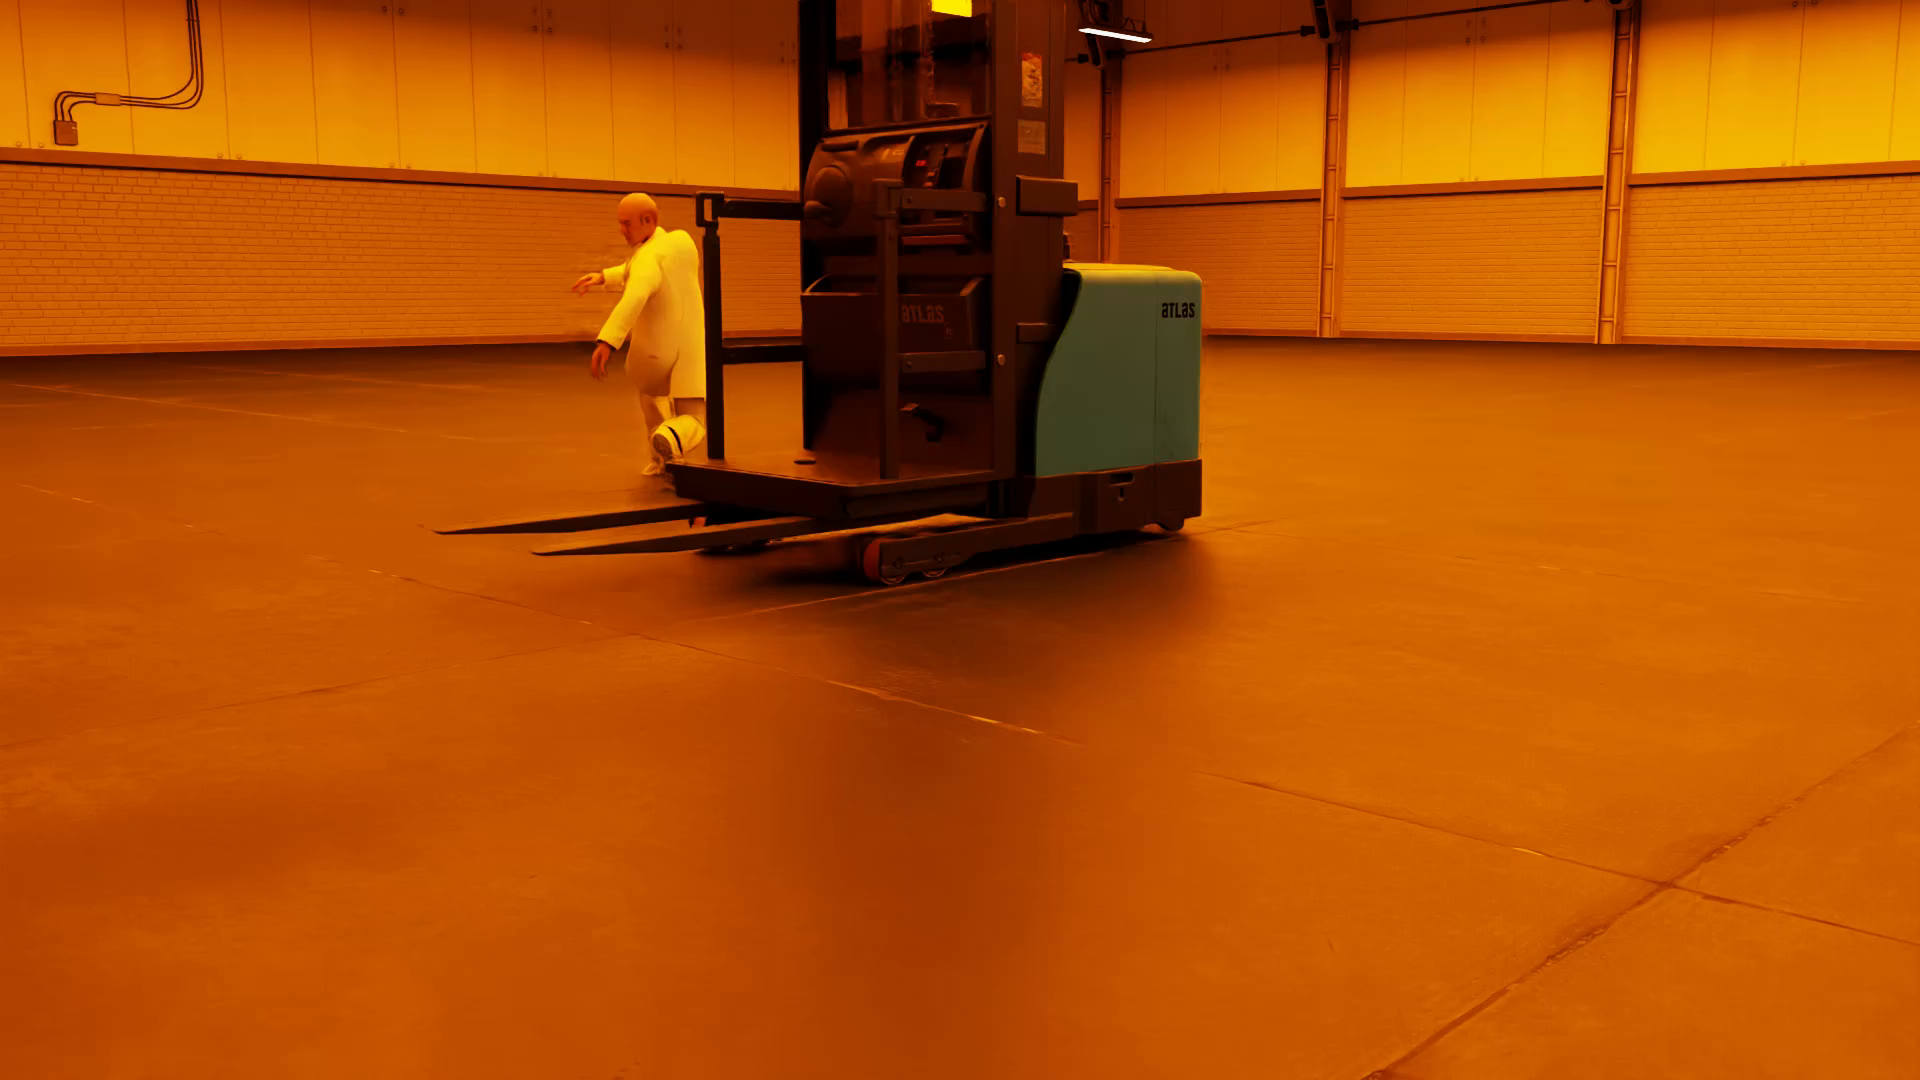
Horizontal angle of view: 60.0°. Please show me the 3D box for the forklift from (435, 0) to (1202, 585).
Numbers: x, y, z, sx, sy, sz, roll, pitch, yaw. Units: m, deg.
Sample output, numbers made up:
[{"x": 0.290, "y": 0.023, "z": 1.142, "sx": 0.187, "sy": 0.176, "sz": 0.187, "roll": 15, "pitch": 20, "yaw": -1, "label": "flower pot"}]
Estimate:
[{"x": -0.400, "y": -1.381, "z": 6.042, "sx": 3.031, "sy": 2.935, "sz": 1.130, "roll": -8, "pitch": 12, "yaw": -44, "label": "forklift"}]

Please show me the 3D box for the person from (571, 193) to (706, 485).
[{"x": -1.621, "y": -1.022, "z": 8.654, "sx": 0.740, "sy": 1.535, "sz": 0.985, "roll": -4, "pitch": 9, "yaw": -24, "label": "person"}]
